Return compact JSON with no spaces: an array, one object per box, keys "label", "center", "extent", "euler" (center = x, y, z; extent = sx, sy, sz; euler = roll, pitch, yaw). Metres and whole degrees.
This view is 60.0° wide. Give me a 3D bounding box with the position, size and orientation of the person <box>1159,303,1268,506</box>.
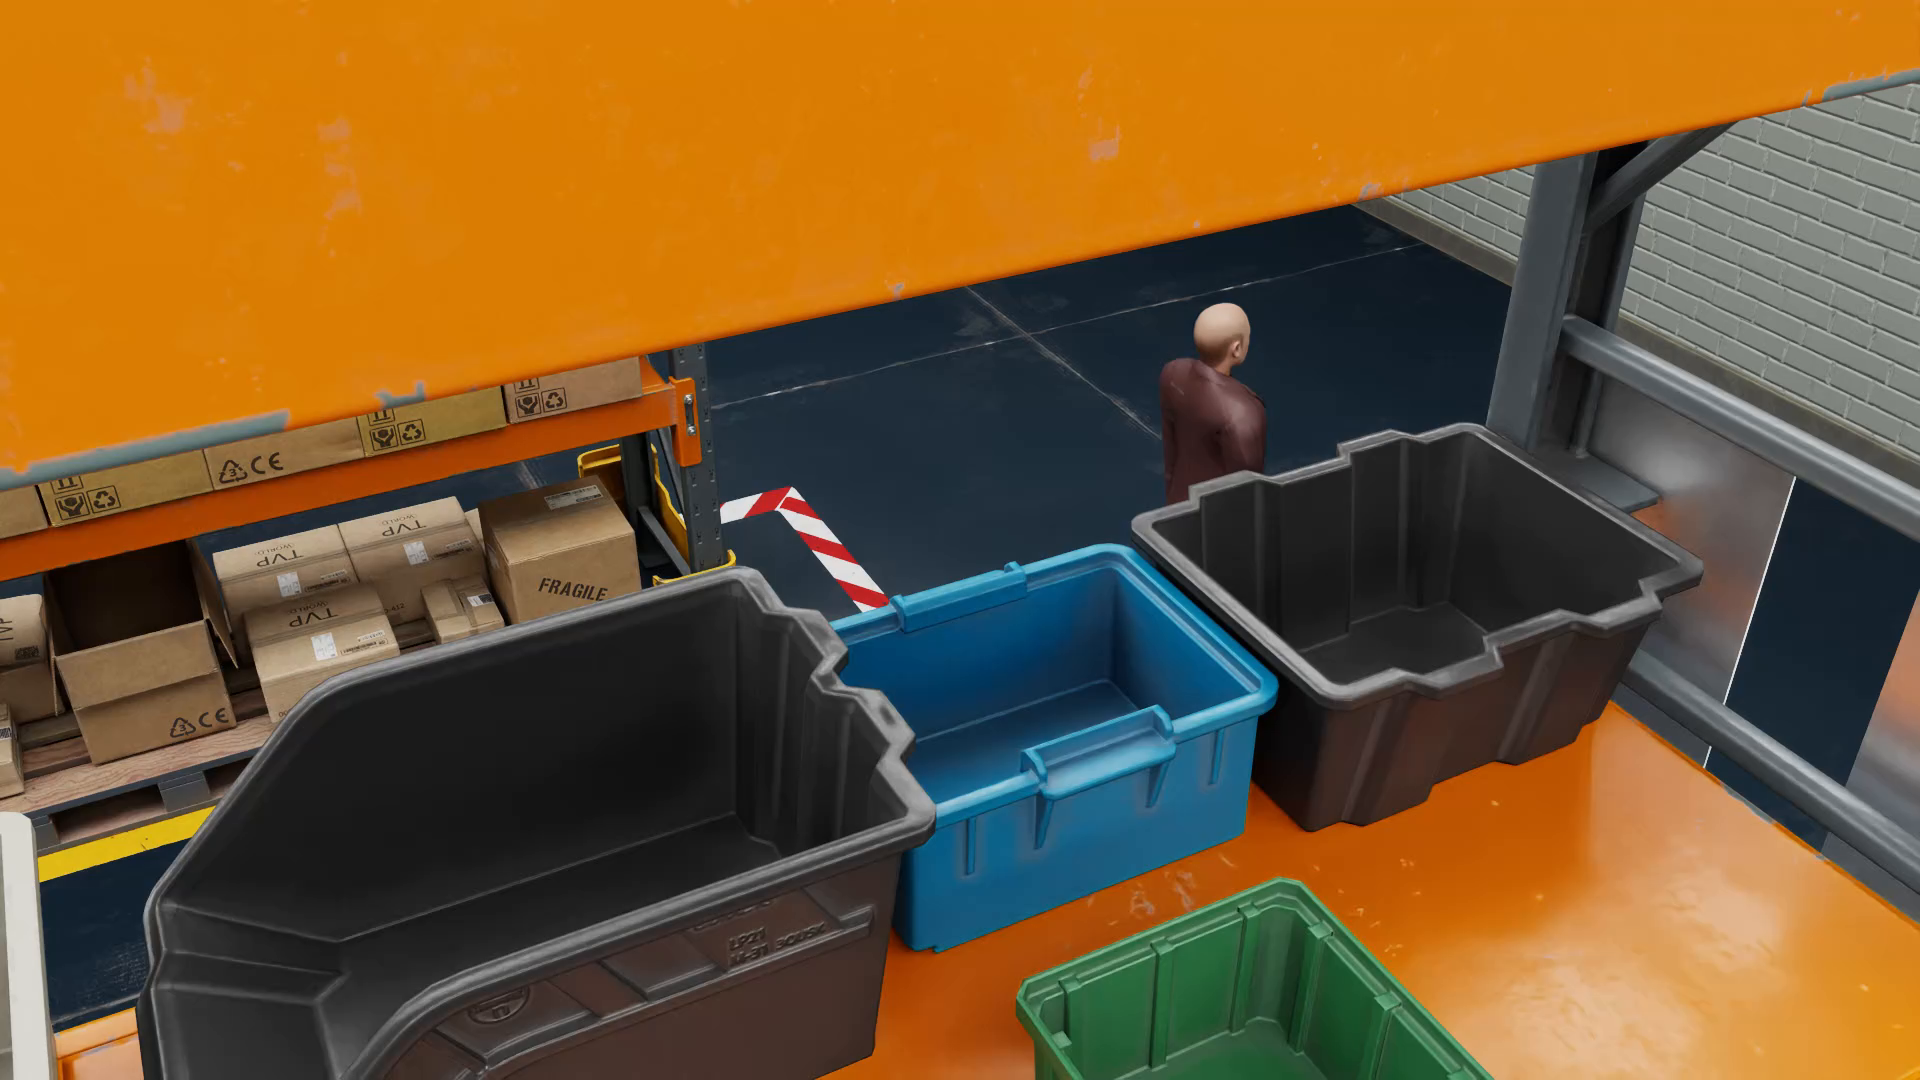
[{"label":"person","center":[0.957,-0.078,6.280],"extent":[0.404,1.777,0.560],"euler":[-15,36,-22]}]
